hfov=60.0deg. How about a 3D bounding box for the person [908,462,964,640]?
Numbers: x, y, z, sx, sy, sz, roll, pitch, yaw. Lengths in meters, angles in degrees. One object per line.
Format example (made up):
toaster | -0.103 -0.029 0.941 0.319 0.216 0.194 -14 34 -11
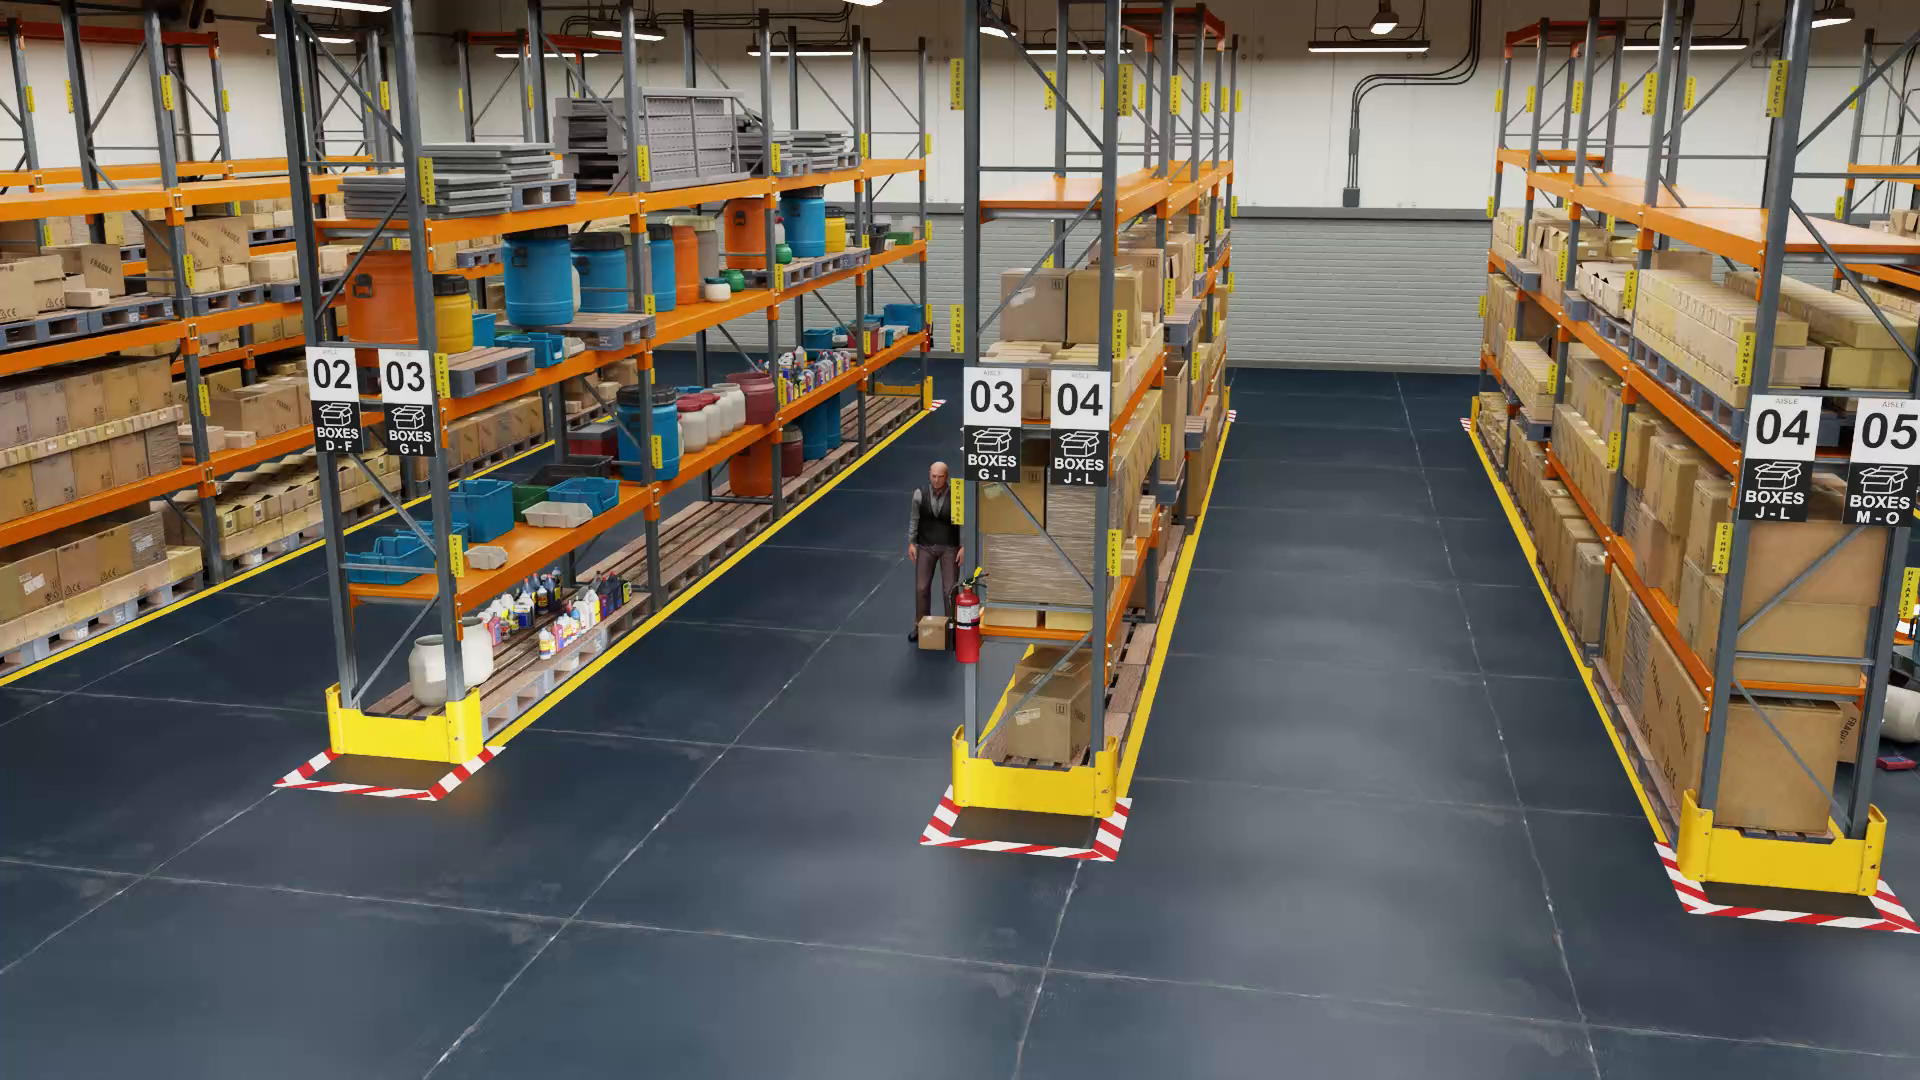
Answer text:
person | -0.200 0.090 15.714 0.578 1.720 0.419 3 15 10
